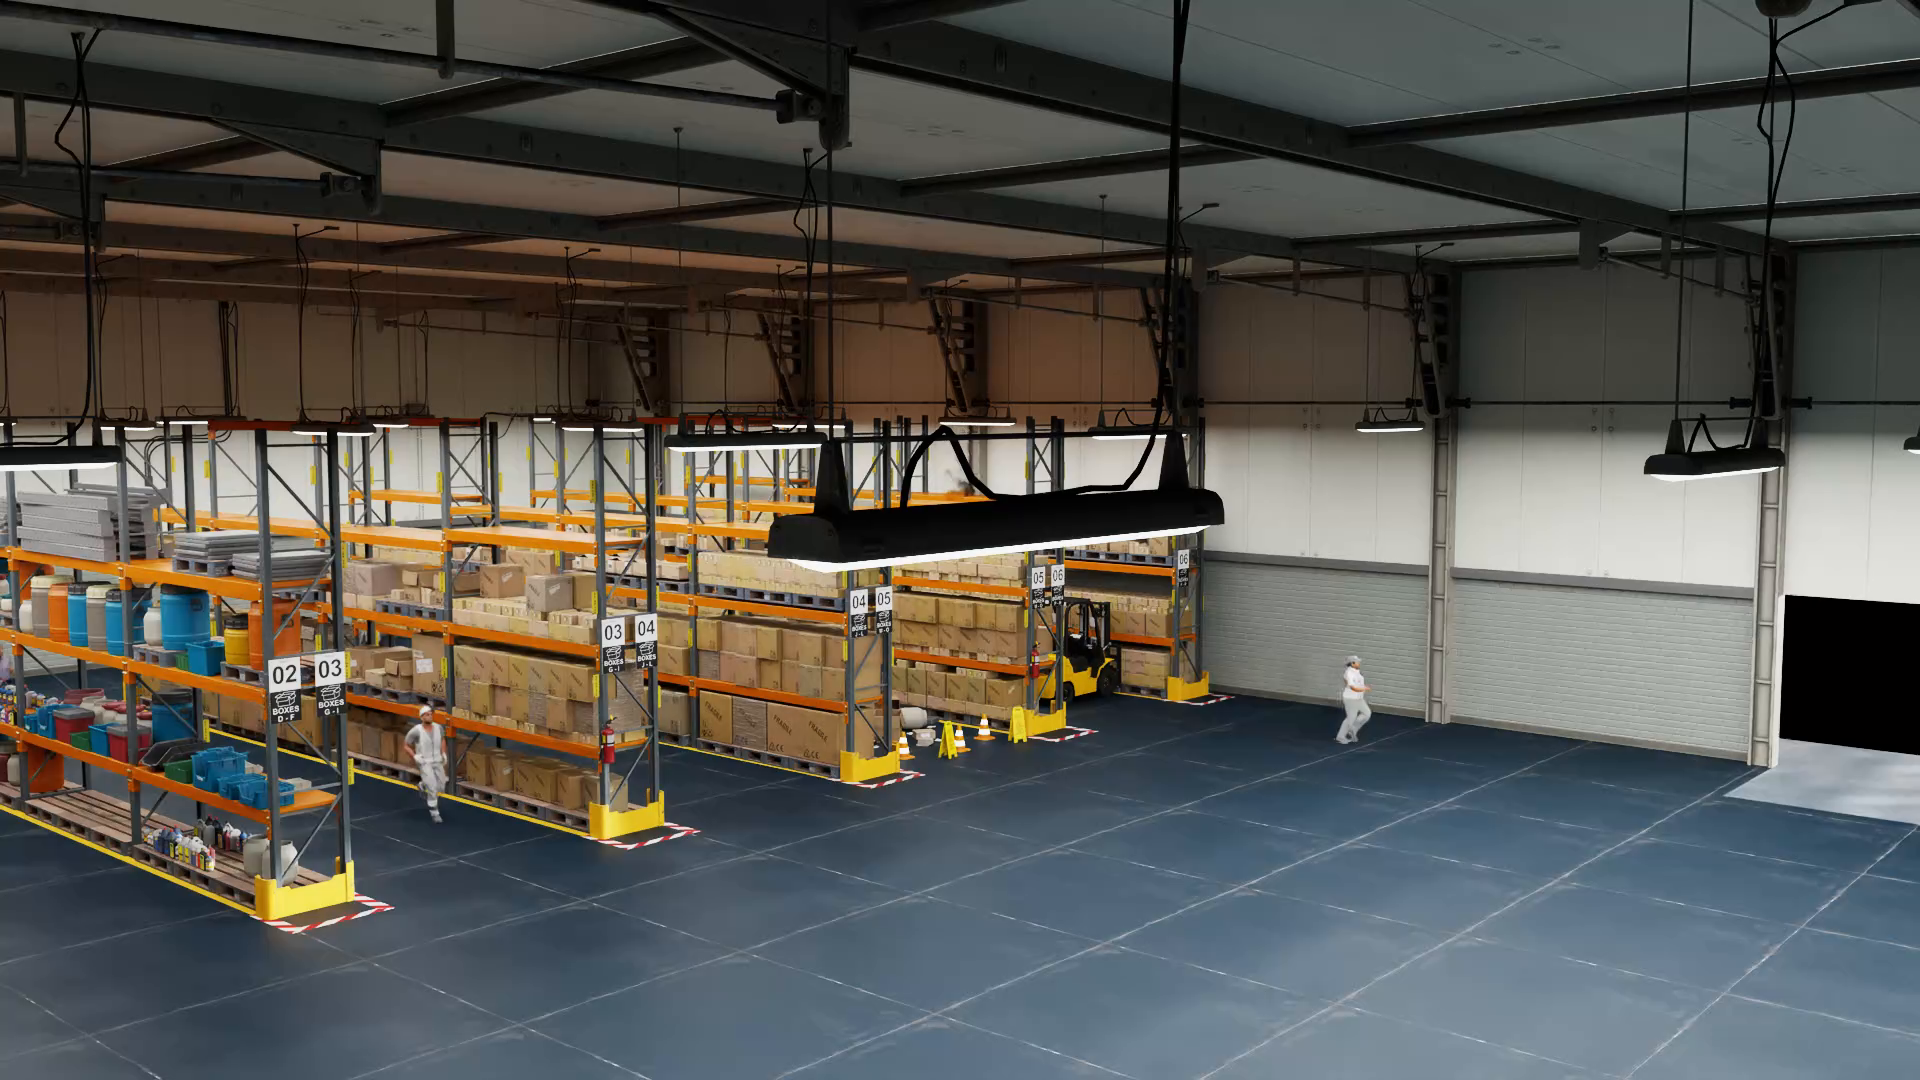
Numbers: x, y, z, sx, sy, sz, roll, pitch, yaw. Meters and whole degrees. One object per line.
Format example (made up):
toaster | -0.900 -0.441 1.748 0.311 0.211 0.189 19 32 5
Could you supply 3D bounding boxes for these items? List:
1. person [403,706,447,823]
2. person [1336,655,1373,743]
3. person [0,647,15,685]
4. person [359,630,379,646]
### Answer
person | -8.092 3.380 25.230 0.768 1.742 0.675 4 6 40
person | 7.300 2.949 30.758 0.643 1.648 0.555 2 5 25
person | -18.579 2.866 32.168 0.682 1.675 0.603 2 5 23
person | -14.008 2.189 39.548 0.737 1.808 0.693 -3 5 -29
